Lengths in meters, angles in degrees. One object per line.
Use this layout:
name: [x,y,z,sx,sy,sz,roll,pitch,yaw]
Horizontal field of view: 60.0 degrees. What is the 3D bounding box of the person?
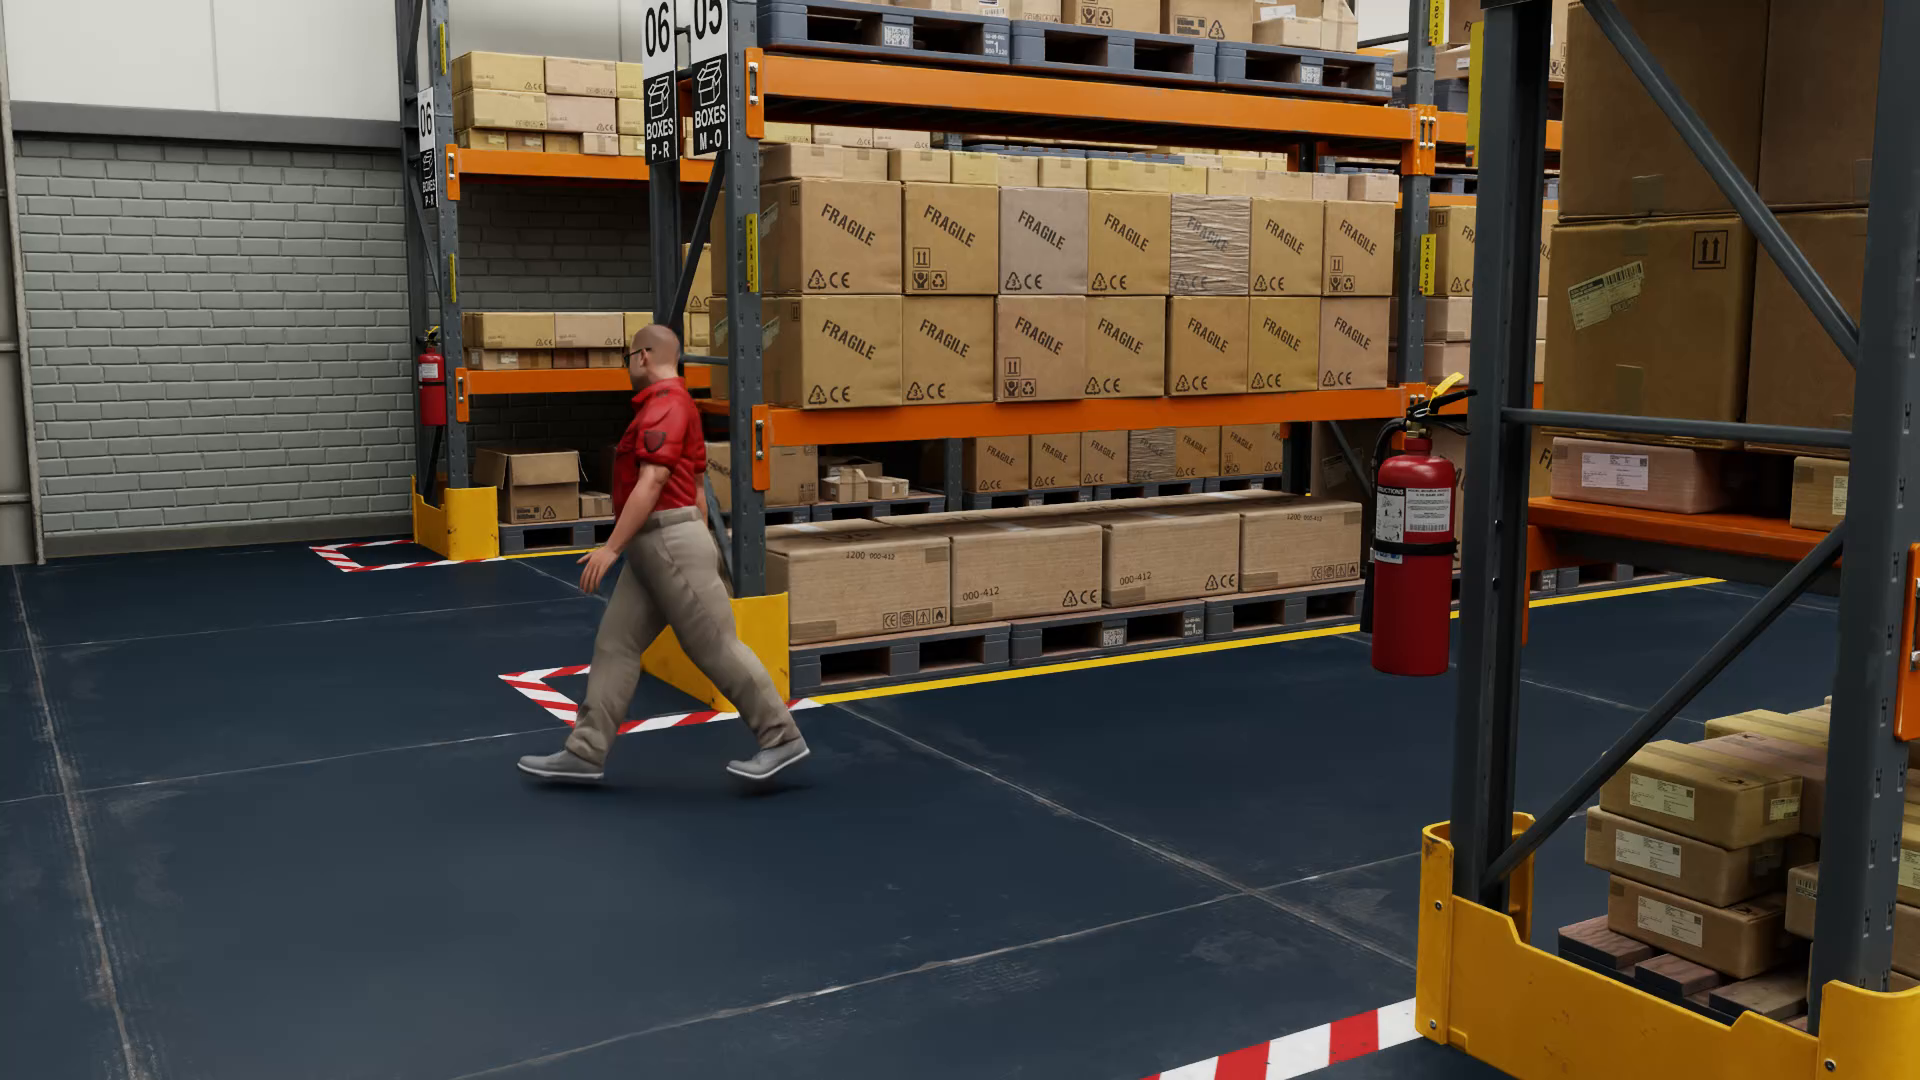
person: [-1.096,0.056,6.040,1.056,1.661,0.620,-2,8,-12]
